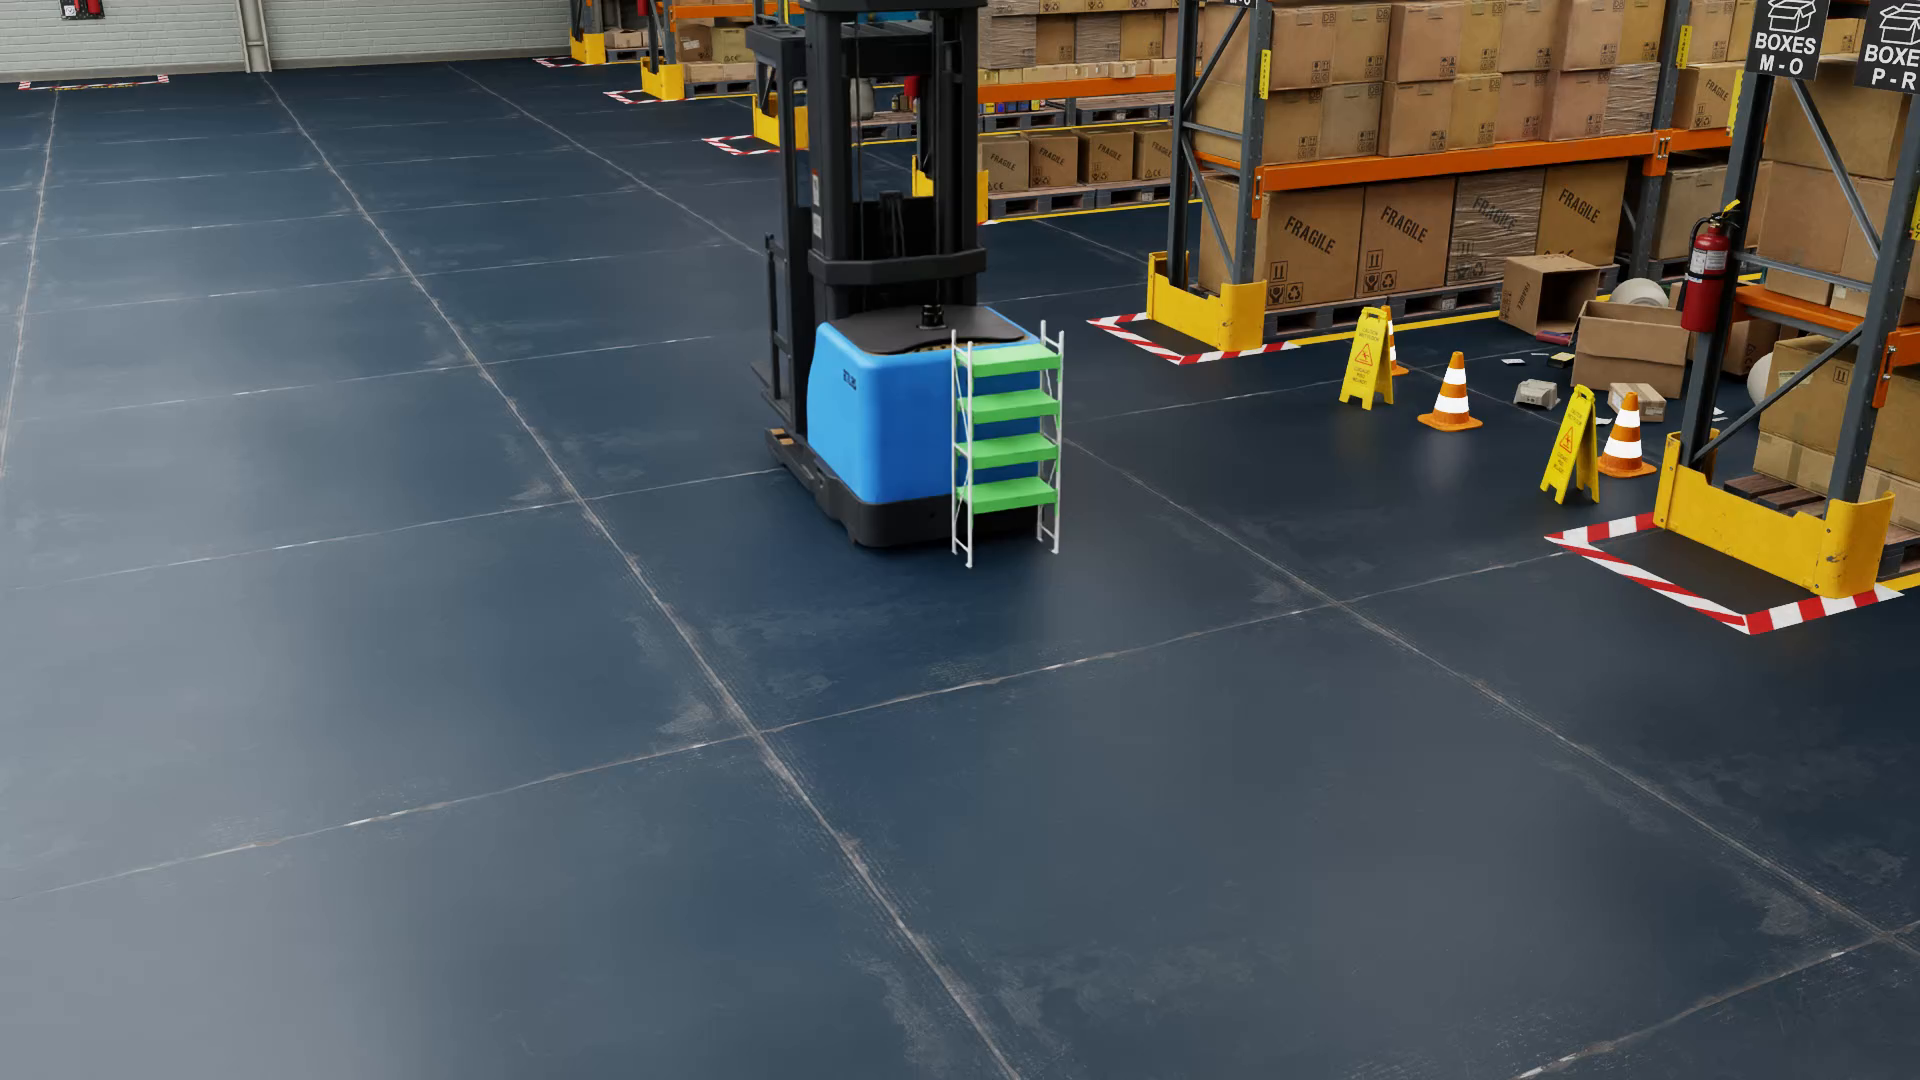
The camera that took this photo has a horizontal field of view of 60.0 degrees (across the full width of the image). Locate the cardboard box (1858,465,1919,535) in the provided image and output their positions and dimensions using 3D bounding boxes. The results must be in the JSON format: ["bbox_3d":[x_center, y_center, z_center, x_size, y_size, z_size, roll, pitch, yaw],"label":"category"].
[{"bbox_3d":[4.968,-0.266,8.665,0.500,0.250,0.500,-11,25,-24],"label":"cardboard box"}]

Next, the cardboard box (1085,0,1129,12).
[{"bbox_3d":[1.341,-5.526,16.499,0.500,0.500,0.500,-10,25,-24],"label":"cardboard box"}]

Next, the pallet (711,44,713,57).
[{"bbox_3d":[-4.708,-8.888,30.094,1.213,0.211,1.003,-10,25,-24],"label":"pallet"}]

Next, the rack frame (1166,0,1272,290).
[{"bbox_3d":[1.884,-2.993,12.207,0.127,3.000,1.000,-10,25,-24],"label":"rack frame"}]

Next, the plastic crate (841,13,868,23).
[{"bbox_3d":[-1.416,-6.649,21.234,0.408,0.251,0.499,-10,25,-24],"label":"plastic crate"}]

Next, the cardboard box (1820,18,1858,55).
[{"bbox_3d":[7.306,-4.502,14.414,0.500,0.500,0.700,-11,25,-24],"label":"cardboard box"}]

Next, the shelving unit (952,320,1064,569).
[{"bbox_3d":[0.237,-0.486,8.502,0.503,1.200,0.258,-9,24,-20],"label":"shelving unit"}]

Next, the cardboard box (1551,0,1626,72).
[{"bbox_3d":[4.695,-4.044,13.138,0.550,0.550,0.875,-10,25,-24],"label":"cardboard box"}]

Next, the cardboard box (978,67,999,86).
[{"bbox_3d":[0.184,-4.568,16.340,0.250,0.149,0.380,-10,25,-24],"label":"cardboard box"}]

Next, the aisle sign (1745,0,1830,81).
[{"bbox_3d":[3.940,-2.595,7.846,0.004,0.787,0.394,-10,25,-24],"label":"aisle sign"}]

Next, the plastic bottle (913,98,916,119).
[{"bbox_3d":[-0.556,-5.562,21.405,0.097,0.271,0.097,0,22,0],"label":"plastic bottle"}]

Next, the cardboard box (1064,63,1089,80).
[{"bbox_3d":[1.094,-4.727,16.724,0.250,0.149,0.380,-10,25,-24],"label":"cardboard box"}]

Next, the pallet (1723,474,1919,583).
[{"bbox_3d":[4.937,-0.151,8.986,1.213,0.211,1.003,-10,25,-24],"label":"pallet"}]

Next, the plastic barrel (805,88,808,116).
[{"bbox_3d":[-1.765,-5.606,21.223,0.421,0.512,0.421,0,22,0],"label":"plastic barrel"}]

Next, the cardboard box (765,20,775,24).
[{"bbox_3d":[-2.769,-7.849,26.003,0.500,0.500,0.500,-10,25,-24],"label":"cardboard box"}]

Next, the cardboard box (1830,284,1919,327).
[{"bbox_3d":[4.517,-1.173,8.138,0.250,0.149,0.380,-10,25,-23],"label":"cardboard box"}]

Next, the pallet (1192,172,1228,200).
[{"bbox_3d":[2.838,-3.971,18.214,1.213,0.211,1.003,-10,25,-24],"label":"pallet"}]

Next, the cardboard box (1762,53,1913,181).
[{"bbox_3d":[4.487,-2.109,8.245,0.500,0.500,0.700,-11,25,-25],"label":"cardboard box"}]

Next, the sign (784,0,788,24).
[{"bbox_3d":[-2.090,-6.364,19.988,0.005,0.325,0.100,-10,25,-24],"label":"sign"}]

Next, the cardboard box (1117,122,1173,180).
[{"bbox_3d":[2.012,-4.141,17.700,0.500,0.500,0.500,-13,26,-28],"label":"cardboard box"}]

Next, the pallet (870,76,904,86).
[{"bbox_3d":[-1.600,-7.391,26.478,1.213,0.211,1.003,-10,25,-24],"label":"pallet"}]

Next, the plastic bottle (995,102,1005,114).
[{"bbox_3d":[0.523,-5.758,21.864,0.133,0.283,0.061,-9,24,-20],"label":"plastic bottle"}]

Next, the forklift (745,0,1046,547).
[{"bbox_3d":[-0.547,-1.850,9.534,1.130,2.935,3.031,-8,24,-20],"label":"forklift"}]

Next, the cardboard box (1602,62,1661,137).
[{"bbox_3d":[5.161,-3.660,13.623,0.550,0.550,0.875,-10,25,-24],"label":"cardboard box"}]

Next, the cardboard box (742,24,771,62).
[{"bbox_3d":[-2.995,-7.587,25.371,0.500,0.500,0.500,-10,25,-24],"label":"cardboard box"}]

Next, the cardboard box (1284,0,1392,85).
[{"bbox_3d":[2.690,-3.732,12.385,0.550,0.550,0.875,-10,25,-24],"label":"cardboard box"}]

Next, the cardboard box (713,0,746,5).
[{"bbox_3d":[-3.572,-8.342,24.997,0.500,0.500,0.700,-10,24,-22],"label":"cardboard box"}]

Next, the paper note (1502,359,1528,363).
[{"bbox_3d":[3.995,-1.288,11.973,0.142,0.017,0.144,-2,23,-5],"label":"paper note"}]

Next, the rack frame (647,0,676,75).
[{"bbox_3d":[-4.469,-8.134,24.626,0.127,3.000,1.000,-10,25,-24],"label":"rack frame"}]

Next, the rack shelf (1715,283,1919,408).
[{"bbox_3d":[5.924,-1.303,9.065,4.000,0.370,1.077,-10,25,-24],"label":"rack shelf"}]

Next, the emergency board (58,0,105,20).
[{"bbox_3d":[-14.015,-8.862,26.386,0.643,1.169,0.194,-10,25,-24],"label":"emergency board"}]

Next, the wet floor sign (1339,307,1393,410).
[{"bbox_3d":[2.716,-1.218,10.997,0.232,0.644,0.267,-15,27,-33],"label":"wet floor sign"}]

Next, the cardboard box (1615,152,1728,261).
[{"bbox_3d":[6.008,-2.945,14.483,0.750,0.750,1.050,-11,25,-24],"label":"cardboard box"}]

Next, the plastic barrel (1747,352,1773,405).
[{"bbox_3d":[5.326,-0.978,10.707,0.421,0.421,0.512,6,23,13],"label":"plastic barrel"}]

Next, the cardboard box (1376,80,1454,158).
[{"bbox_3d":[3.244,-3.288,12.723,0.550,0.550,0.875,-10,25,-24],"label":"cardboard box"}]

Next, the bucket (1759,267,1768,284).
[{"bbox_3d":[6.365,-2.029,12.171,0.620,0.611,0.726,7,21,-9],"label":"bucket"}]

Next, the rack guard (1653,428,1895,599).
[{"bbox_3d":[4.190,-0.161,8.635,0.348,0.500,1.175,-10,25,-24],"label":"rack guard"}]

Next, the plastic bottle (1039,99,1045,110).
[{"bbox_3d":[1.088,-5.832,22.149,0.097,0.201,0.097,0,22,0],"label":"plastic bottle"}]

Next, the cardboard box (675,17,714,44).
[{"bbox_3d":[-4.762,-9.171,29.825,0.500,0.500,0.700,-12,25,-27],"label":"cardboard box"}]

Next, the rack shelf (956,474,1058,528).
[{"bbox_3d":[0.237,-0.205,8.619,0.480,0.148,0.258,-9,24,-20],"label":"rack shelf"}]

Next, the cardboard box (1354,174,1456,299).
[{"bbox_3d":[3.258,-2.487,13.214,0.875,0.875,0.875,-11,25,-24],"label":"cardboard box"}]

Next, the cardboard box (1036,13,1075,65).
[{"bbox_3d":[0.730,-5.109,16.798,0.500,0.500,0.875,-10,25,-24],"label":"cardboard box"}]

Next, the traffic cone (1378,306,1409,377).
[{"bbox_3d":[2.978,-1.420,11.723,0.334,0.463,0.336,-10,25,-24],"label":"traffic cone"}]

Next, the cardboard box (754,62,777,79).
[{"bbox_3d":[-2.990,-7.237,25.504,0.500,0.250,0.500,-10,25,-24],"label":"cardboard box"}]

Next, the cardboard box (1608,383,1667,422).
[{"bbox_3d":[4.426,-0.900,10.878,0.250,0.149,0.380,2,23,4],"label":"cardboard box"}]

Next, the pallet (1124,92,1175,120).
[{"bbox_3d":[3.071,-6.149,23.476,1.213,0.211,1.003,-10,25,-24],"label":"pallet"}]

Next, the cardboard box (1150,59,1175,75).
[{"bbox_3d":[2.004,-4.886,17.108,0.250,0.149,0.380,-10,25,-24],"label":"cardboard box"}]

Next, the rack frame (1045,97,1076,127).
[{"bbox_3d":[1.280,-7.090,22.103,0.127,3.000,1.000,-10,25,-24],"label":"rack frame"}]
